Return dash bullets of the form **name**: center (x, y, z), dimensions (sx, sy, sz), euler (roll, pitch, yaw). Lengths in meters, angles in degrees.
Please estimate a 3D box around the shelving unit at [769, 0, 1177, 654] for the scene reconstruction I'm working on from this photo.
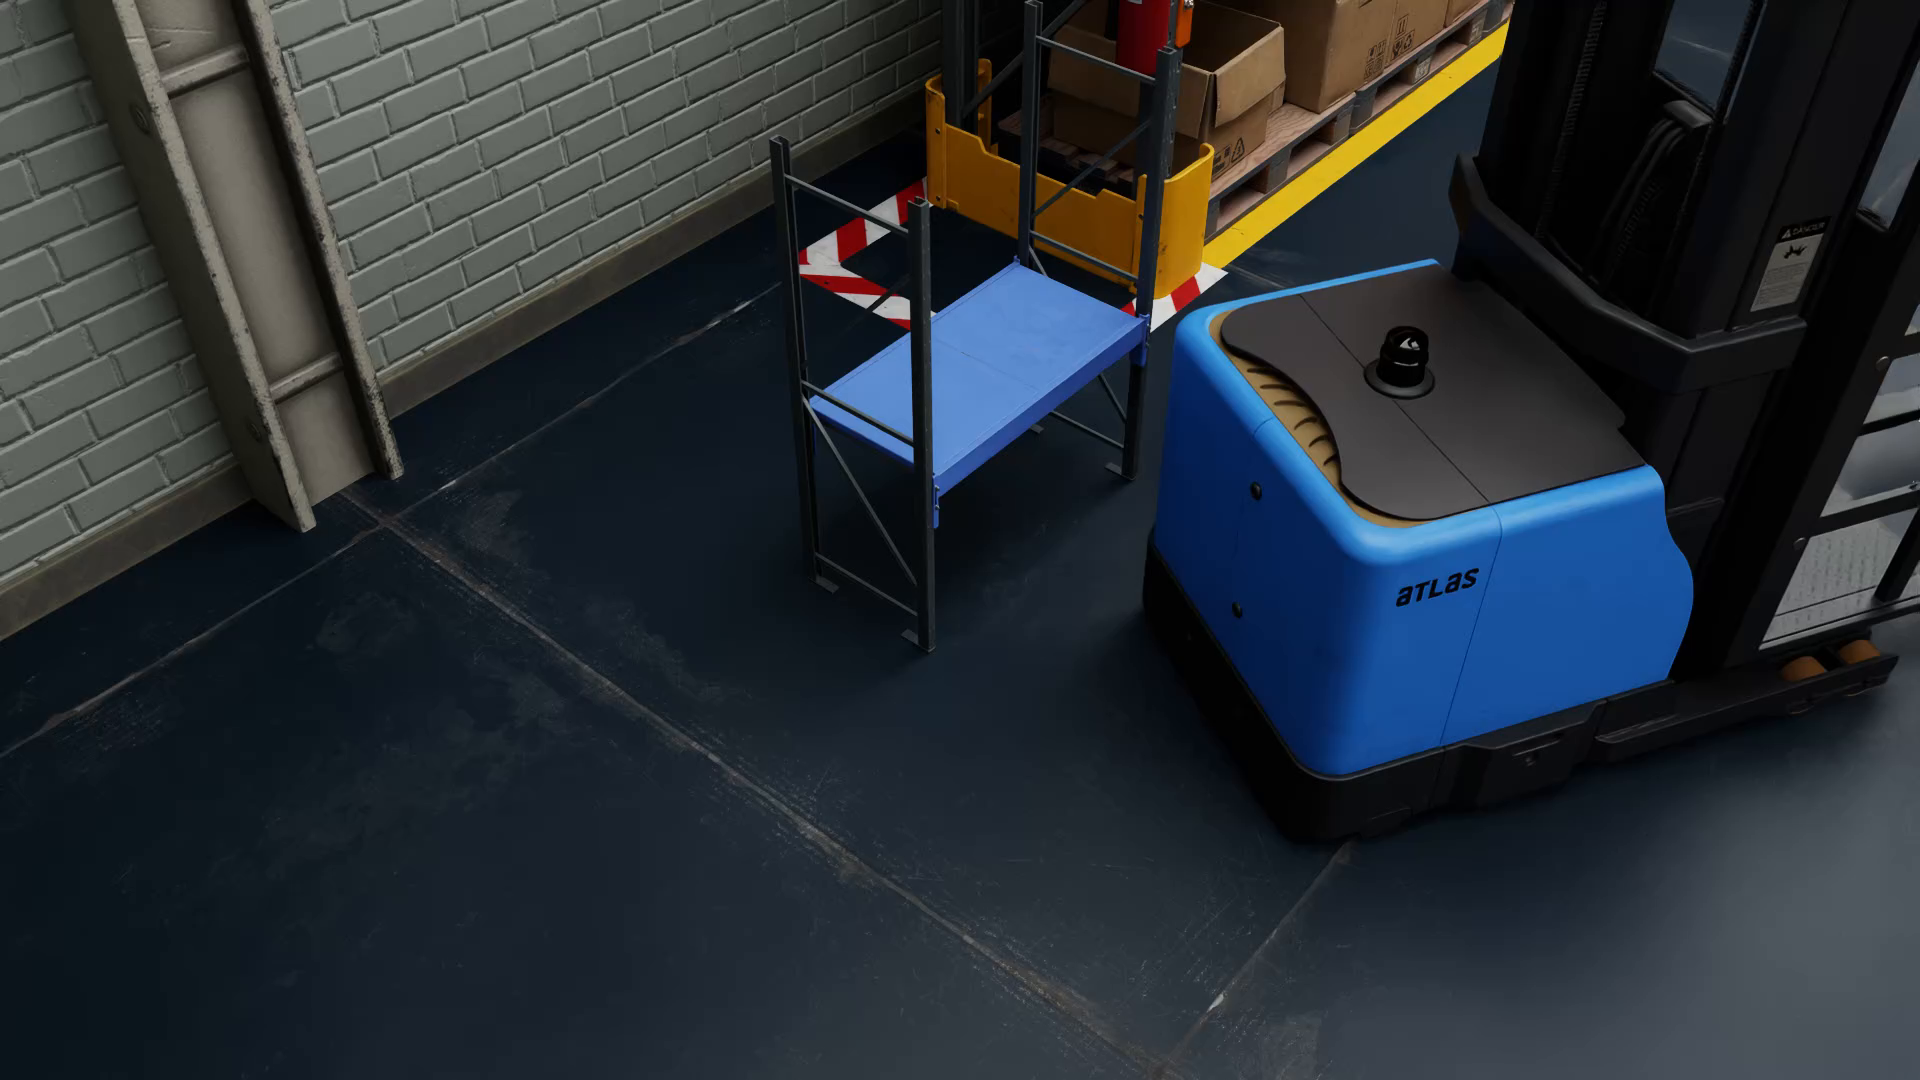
- **shelving unit**: center (0.055, -0.599, 4.794), dimensions (0.538, 1.500, 1.048), euler (29, 50, 28)

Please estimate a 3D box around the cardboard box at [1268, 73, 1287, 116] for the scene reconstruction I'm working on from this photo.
- **cardboard box**: center (1.118, -1.873, 6.887), dimensions (0.380, 0.149, 0.250), euler (28, 49, 27)

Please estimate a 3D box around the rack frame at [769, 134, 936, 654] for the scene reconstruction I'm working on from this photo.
- **rack frame**: center (-0.272, -0.337, 4.506), dimensions (0.500, 1.500, 0.032), euler (29, 50, 28)

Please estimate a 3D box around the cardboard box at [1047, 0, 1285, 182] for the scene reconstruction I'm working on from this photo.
- **cardboard box**: center (0.815, -1.802, 6.546), dimensions (0.797, 0.503, 0.637), euler (28, 49, 27)

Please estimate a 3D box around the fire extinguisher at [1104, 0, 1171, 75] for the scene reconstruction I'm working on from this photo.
- **fire extinguisher**: center (0.607, -1.854, 5.394), dimensions (0.296, 0.674, 0.183), euler (29, 50, 28)

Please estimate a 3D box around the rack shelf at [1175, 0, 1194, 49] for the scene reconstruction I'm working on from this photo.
- **rack shelf**: center (1.635, -3.060, 6.920), dimensions (1.077, 0.370, 4.000), euler (29, 50, 28)

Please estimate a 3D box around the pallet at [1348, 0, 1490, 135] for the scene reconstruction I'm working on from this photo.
- **pallet**: center (1.695, -2.340, 7.667), dimensions (1.003, 0.211, 1.213), euler (29, 50, 28)

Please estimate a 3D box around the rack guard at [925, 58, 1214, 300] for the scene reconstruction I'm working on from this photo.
- **rack guard**: center (0.397, -1.411, 6.430), dimensions (1.175, 0.500, 0.348), euler (29, 50, 28)

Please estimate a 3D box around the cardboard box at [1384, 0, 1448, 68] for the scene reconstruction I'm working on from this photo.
- **cardboard box**: center (1.811, -2.453, 7.264), dimensions (0.500, 0.500, 0.500), euler (30, 50, 29)

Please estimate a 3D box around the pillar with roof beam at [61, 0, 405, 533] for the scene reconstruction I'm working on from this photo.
- **pillar with roof beam**: center (1.218, -1.654, 0.380), dimensions (9.100, 9.000, 0.400), euler (29, 50, 28)

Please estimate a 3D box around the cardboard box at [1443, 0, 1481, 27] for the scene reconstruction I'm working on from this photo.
- **cardboard box**: center (2.063, -2.759, 7.600), dimensions (0.700, 0.500, 0.500), euler (28, 49, 27)

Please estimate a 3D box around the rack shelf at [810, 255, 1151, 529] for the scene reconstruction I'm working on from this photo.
- **rack shelf**: center (0.055, -0.466, 4.915), dimensions (0.538, 0.185, 1.000), euler (29, 50, 28)

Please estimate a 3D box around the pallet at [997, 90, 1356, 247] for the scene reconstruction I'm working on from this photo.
- **pallet**: center (0.910, -1.715, 6.979), dimensions (1.003, 0.211, 1.213), euler (29, 50, 28)

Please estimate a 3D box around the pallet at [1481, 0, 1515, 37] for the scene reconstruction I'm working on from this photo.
- **pallet**: center (2.480, -2.971, 8.361), dimensions (1.003, 0.211, 1.213), euler (29, 50, 28)

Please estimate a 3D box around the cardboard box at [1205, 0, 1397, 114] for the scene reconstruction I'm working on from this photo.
- **cardboard box**: center (1.394, -2.224, 7.012), dimensions (0.700, 0.500, 0.500), euler (32, 51, 30)

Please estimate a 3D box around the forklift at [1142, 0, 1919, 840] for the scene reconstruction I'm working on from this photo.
- **forklift**: center (2.116, -0.915, 4.078), dimensions (3.031, 2.935, 1.130), euler (-14, 44, -15)

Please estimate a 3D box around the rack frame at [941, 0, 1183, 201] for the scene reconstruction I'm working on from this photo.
- **rack frame**: center (0.348, -2.296, 5.546), dimensions (1.000, 3.000, 0.127), euler (29, 50, 28)

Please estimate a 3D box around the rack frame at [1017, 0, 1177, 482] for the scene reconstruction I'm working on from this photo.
- **rack frame**: center (0.382, -0.861, 5.082), dimensions (0.500, 1.500, 0.032), euler (29, 50, 28)
